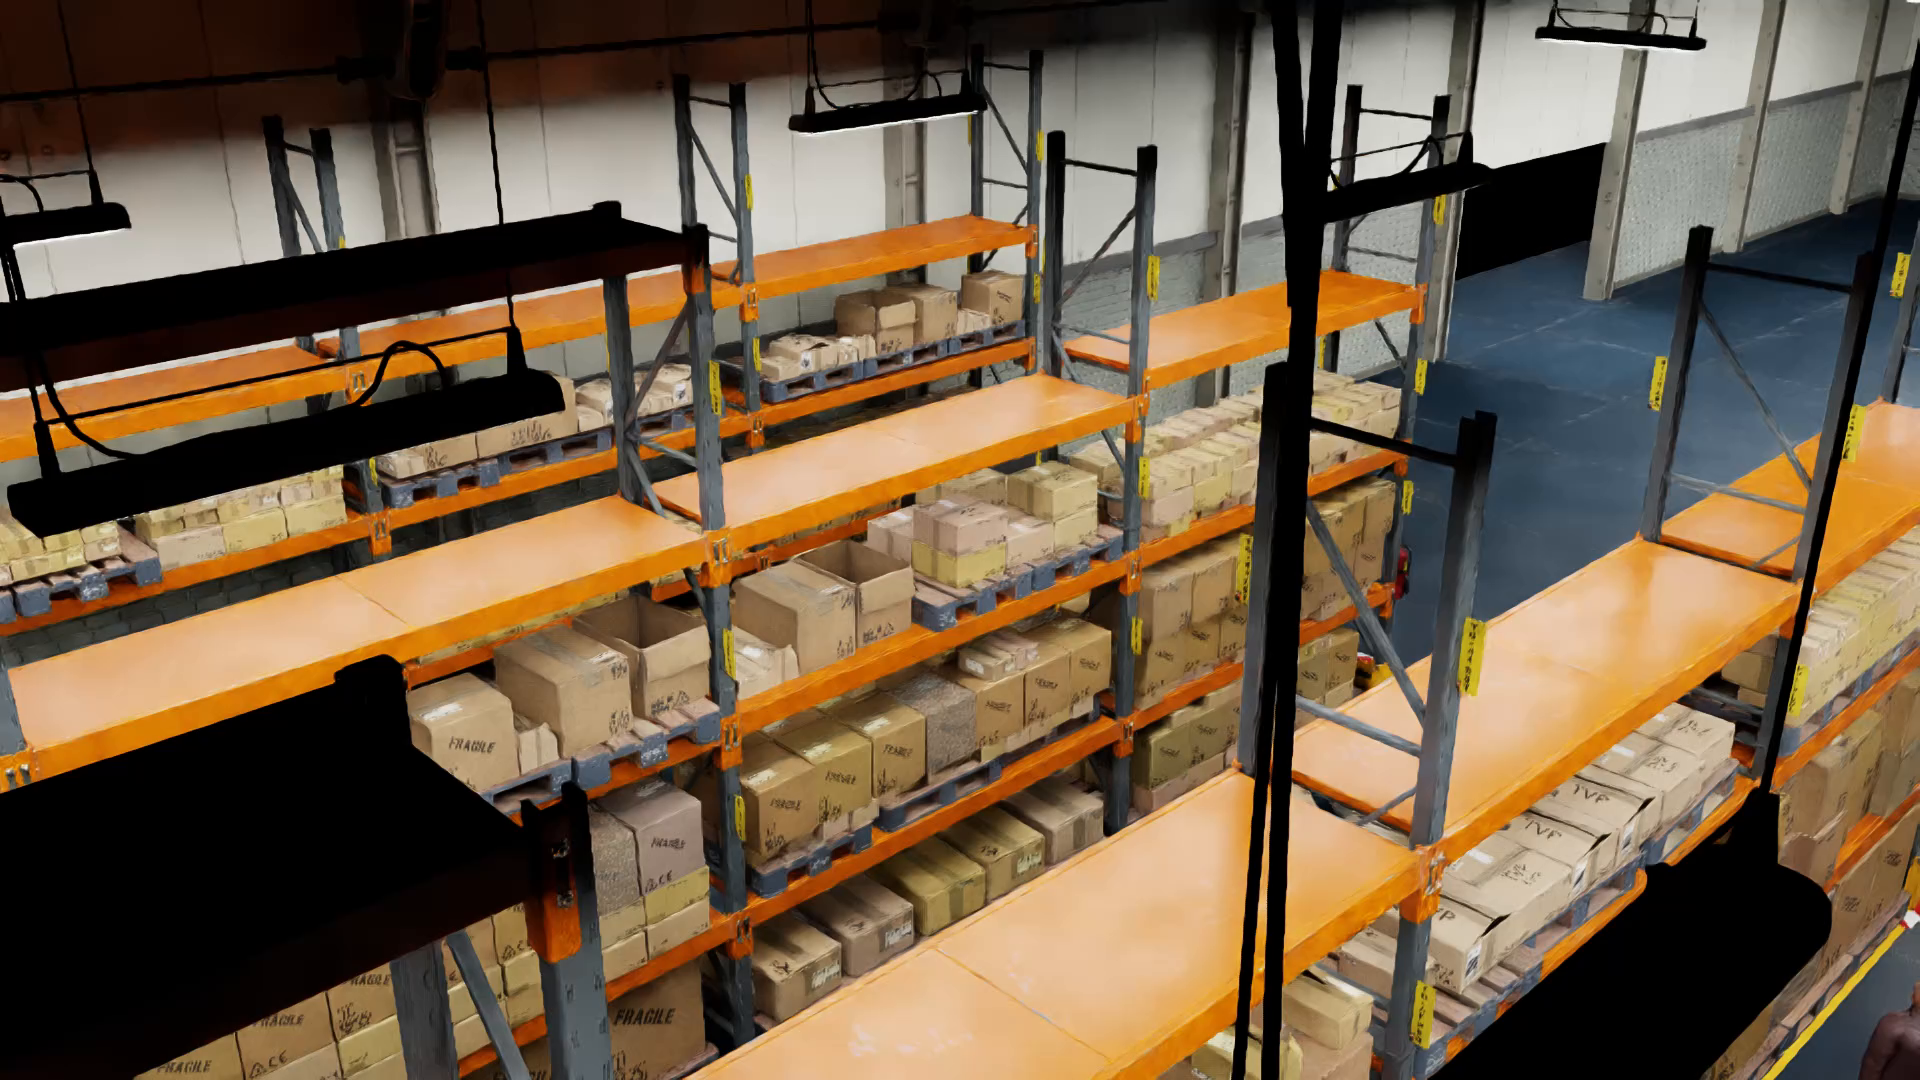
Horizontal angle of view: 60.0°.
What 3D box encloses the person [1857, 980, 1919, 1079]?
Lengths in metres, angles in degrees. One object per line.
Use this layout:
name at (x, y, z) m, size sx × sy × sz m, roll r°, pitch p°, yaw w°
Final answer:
person at (5.778, 3.443, 10.157) m, size 0.693 × 1.771 × 0.642 m, roll -8°, pitch 24°, yaw -19°
